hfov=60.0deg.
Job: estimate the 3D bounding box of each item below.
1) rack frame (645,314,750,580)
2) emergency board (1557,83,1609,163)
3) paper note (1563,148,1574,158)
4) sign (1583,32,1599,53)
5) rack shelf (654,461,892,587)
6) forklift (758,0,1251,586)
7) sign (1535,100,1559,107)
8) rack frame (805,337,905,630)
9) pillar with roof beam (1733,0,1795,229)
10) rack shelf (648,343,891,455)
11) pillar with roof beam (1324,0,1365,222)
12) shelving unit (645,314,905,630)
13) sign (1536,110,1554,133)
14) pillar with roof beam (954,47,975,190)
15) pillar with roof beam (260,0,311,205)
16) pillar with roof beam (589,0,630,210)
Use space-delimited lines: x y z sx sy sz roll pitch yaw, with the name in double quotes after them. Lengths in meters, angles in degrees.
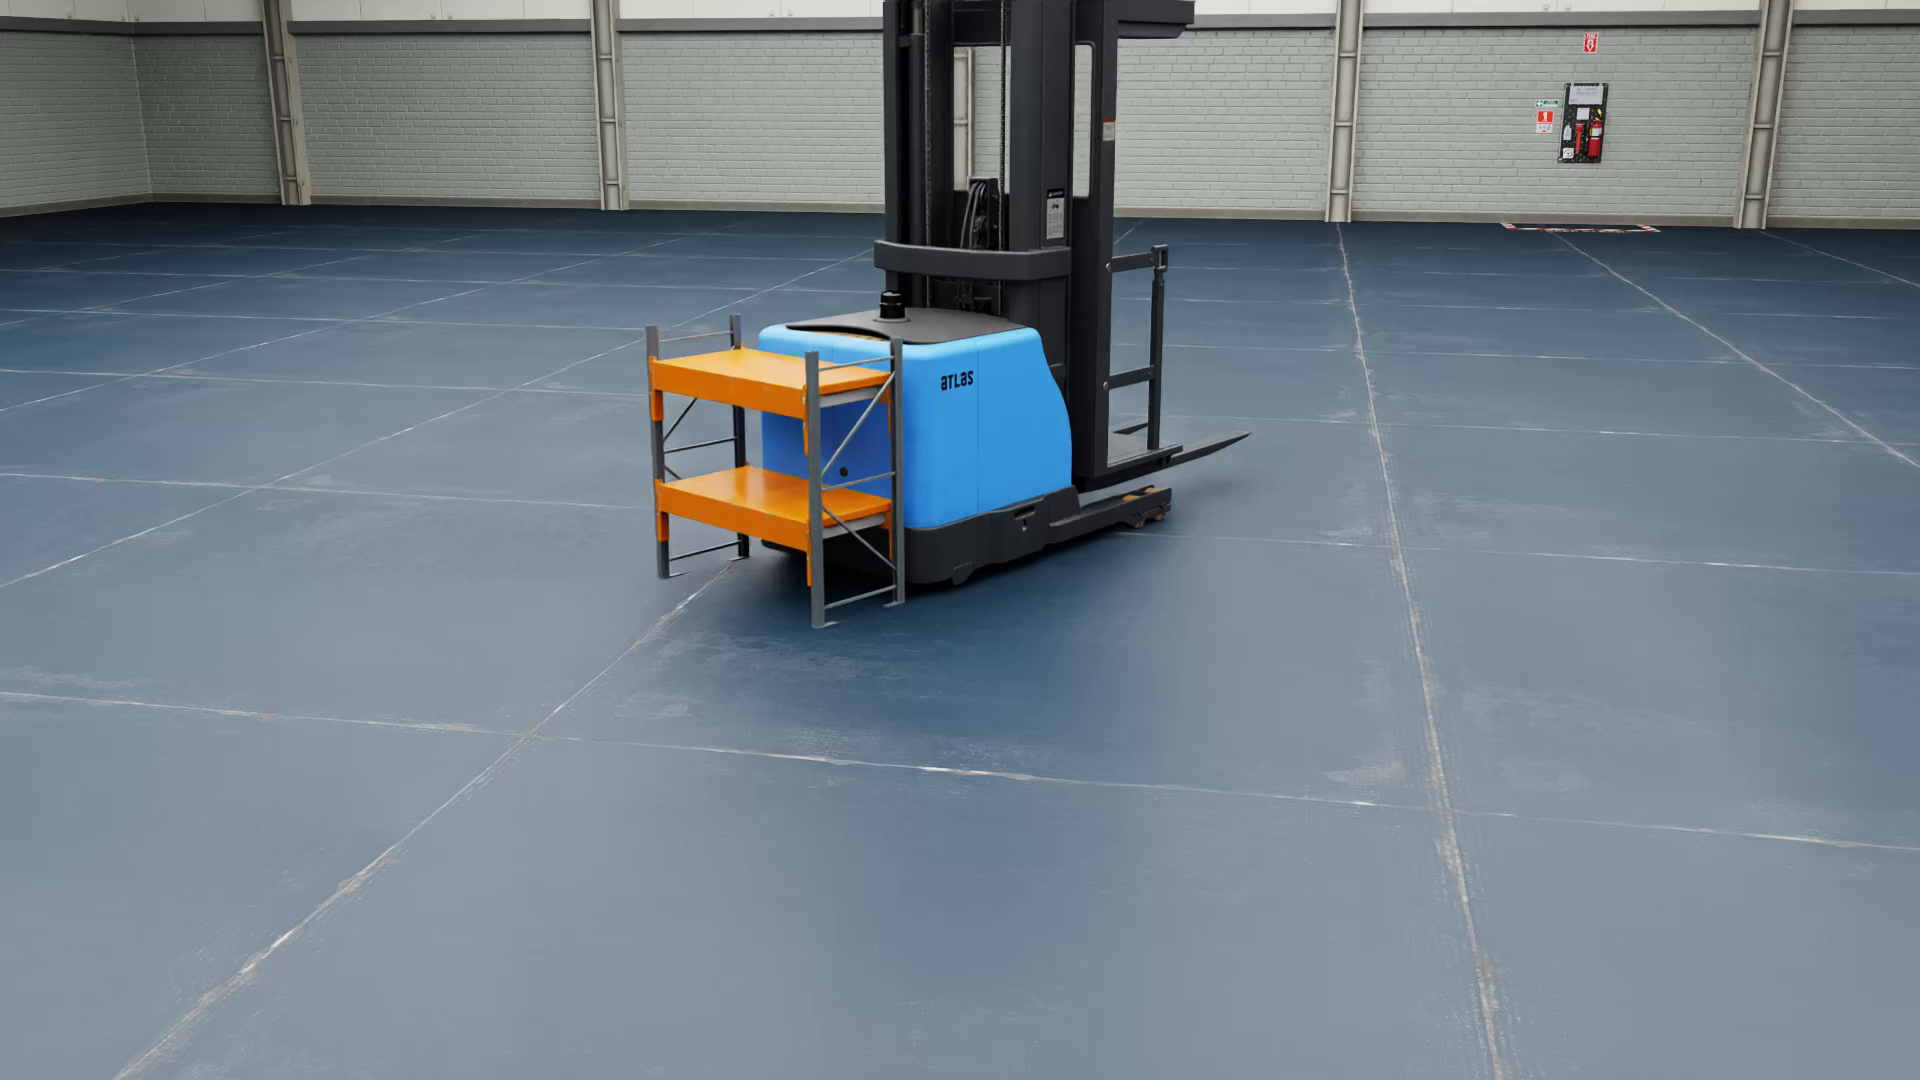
-1.157 -0.416 7.388 0.032 1.125 0.500 14 21 41 "rack frame"
9.366 -6.252 24.944 0.643 1.169 0.194 3 16 11 "emergency board"
9.206 -5.855 25.161 0.142 0.148 0.016 3 16 11 "paper note"
9.378 -7.396 24.731 0.199 0.298 0.001 3 16 11 "sign"
-0.786 -0.088 7.118 1.000 0.278 0.538 14 21 41 "rack shelf"
0.412 -1.546 8.082 1.130 2.935 3.031 12 20 38 "forklift"
8.847 -6.579 25.063 0.331 0.109 0.001 3 16 11 "sign"
-0.415 -0.231 6.718 0.032 1.125 0.500 14 21 41 "rack frame"
10.922 -7.876 19.567 0.400 9.000 9.100 3 16 11 "pillar with roof beam"
-0.786 -0.606 6.975 1.000 0.278 0.538 14 21 41 "rack shelf"
5.042 -8.195 20.720 0.400 9.000 9.100 3 16 11 "pillar with roof beam"
-0.786 -0.323 7.053 1.048 1.125 0.538 14 21 41 "shelving unit"
8.845 -6.326 25.143 0.234 0.329 0.001 3 16 11 "sign"
-0.837 -8.514 21.872 0.400 9.000 9.100 3 16 11 "pillar with roof beam"
-12.597 -9.153 24.176 0.400 9.000 9.100 3 16 11 "pillar with roof beam"
-6.717 -8.833 23.024 0.400 9.000 9.100 3 16 11 "pillar with roof beam"
